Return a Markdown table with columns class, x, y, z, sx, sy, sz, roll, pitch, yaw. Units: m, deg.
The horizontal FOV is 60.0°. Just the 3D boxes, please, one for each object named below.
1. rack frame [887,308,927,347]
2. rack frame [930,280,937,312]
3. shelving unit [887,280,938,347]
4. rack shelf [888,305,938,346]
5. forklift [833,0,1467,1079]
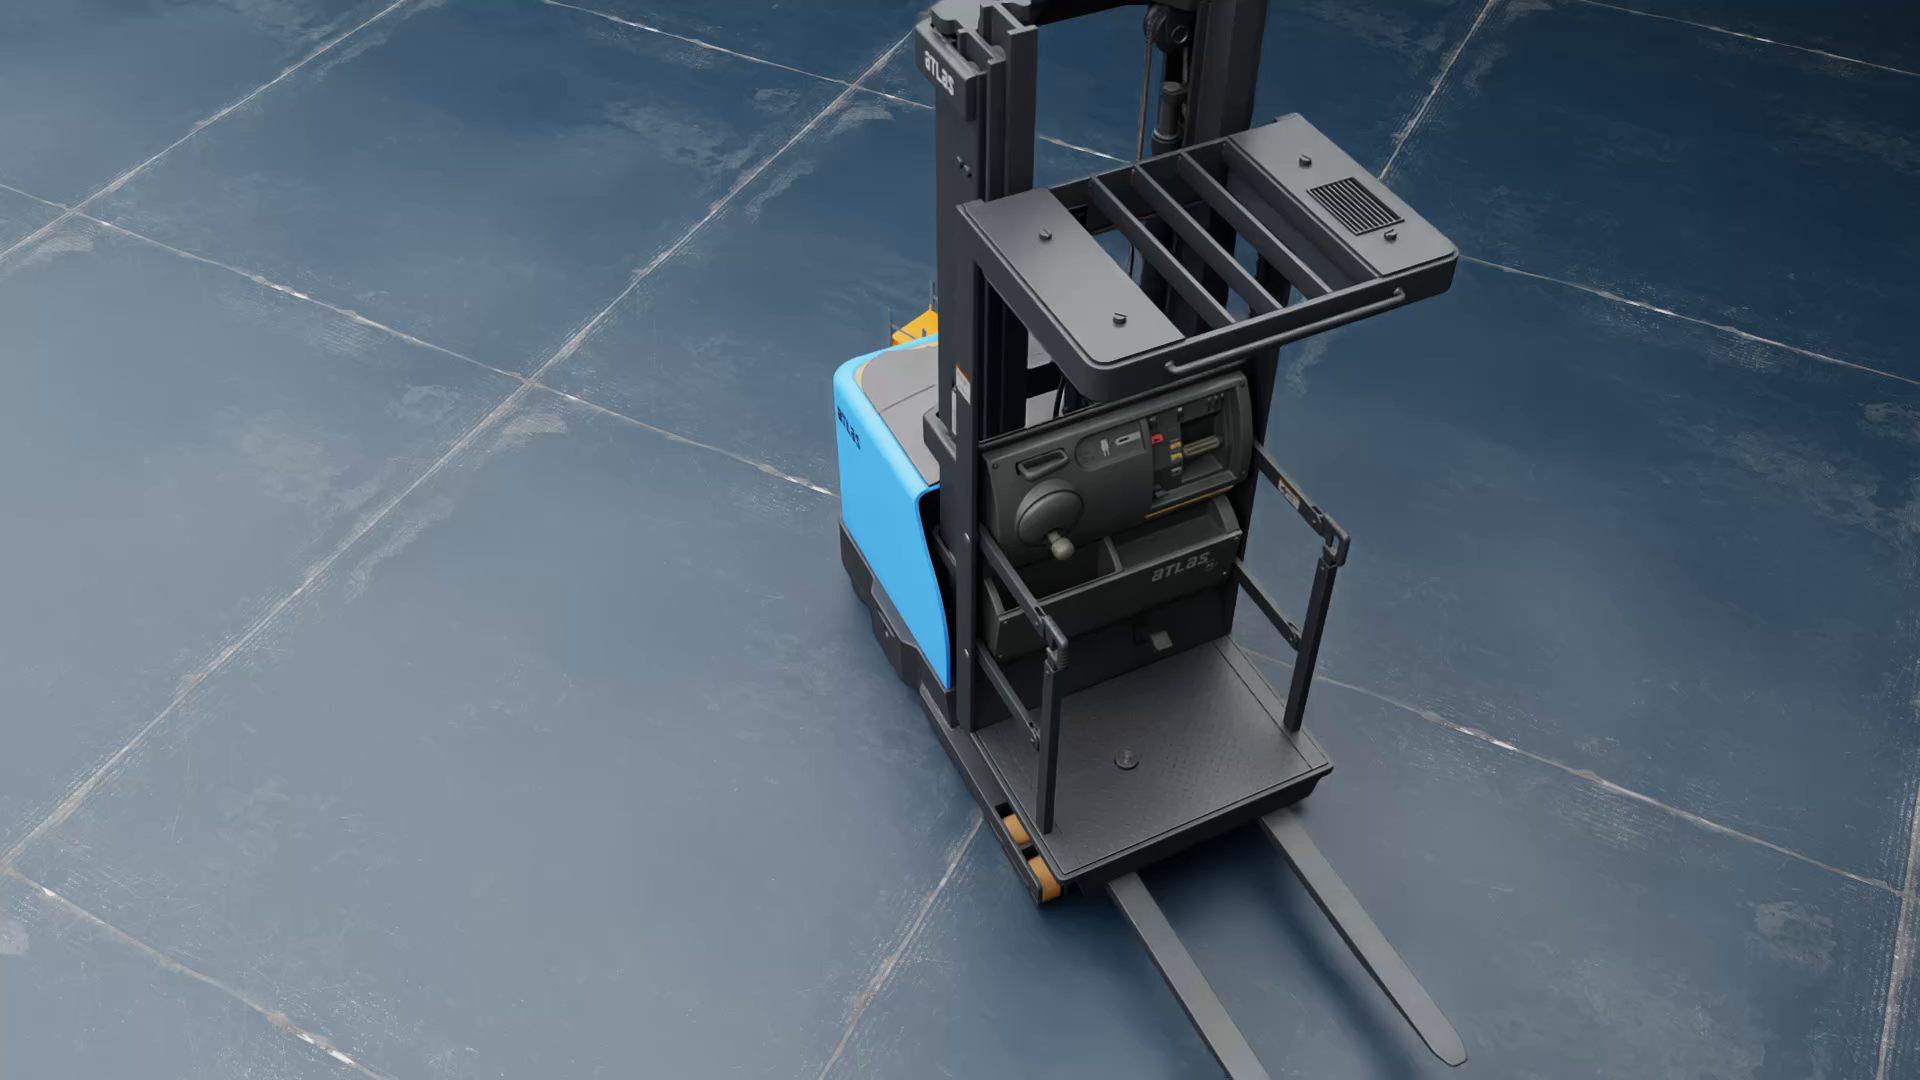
| class | x | y | z | sx | sy | sz | roll | pitch | yaw |
| --- | --- | --- | --- | --- | --- | --- | --- | --- | --- |
| rack frame | -0.205 | -0.480 | 6.766 | 0.200 | 1.050 | 0.008 | 32 | 54 | 28 |
| rack frame | -0.043 | -0.610 | 6.894 | 0.200 | 1.050 | 0.008 | 32 | 54 | 28 |
| shelving unit | -0.124 | -0.545 | 6.830 | 0.215 | 1.050 | 0.252 | 32 | 54 | 28 |
| rack shelf | -0.124 | -0.737 | 6.636 | 0.215 | 0.259 | 0.240 | 32 | 54 | 28 |
| forklift | 0.609 | -0.136 | 5.103 | 1.130 | 2.935 | 3.031 | -19 | 48 | -18 |
